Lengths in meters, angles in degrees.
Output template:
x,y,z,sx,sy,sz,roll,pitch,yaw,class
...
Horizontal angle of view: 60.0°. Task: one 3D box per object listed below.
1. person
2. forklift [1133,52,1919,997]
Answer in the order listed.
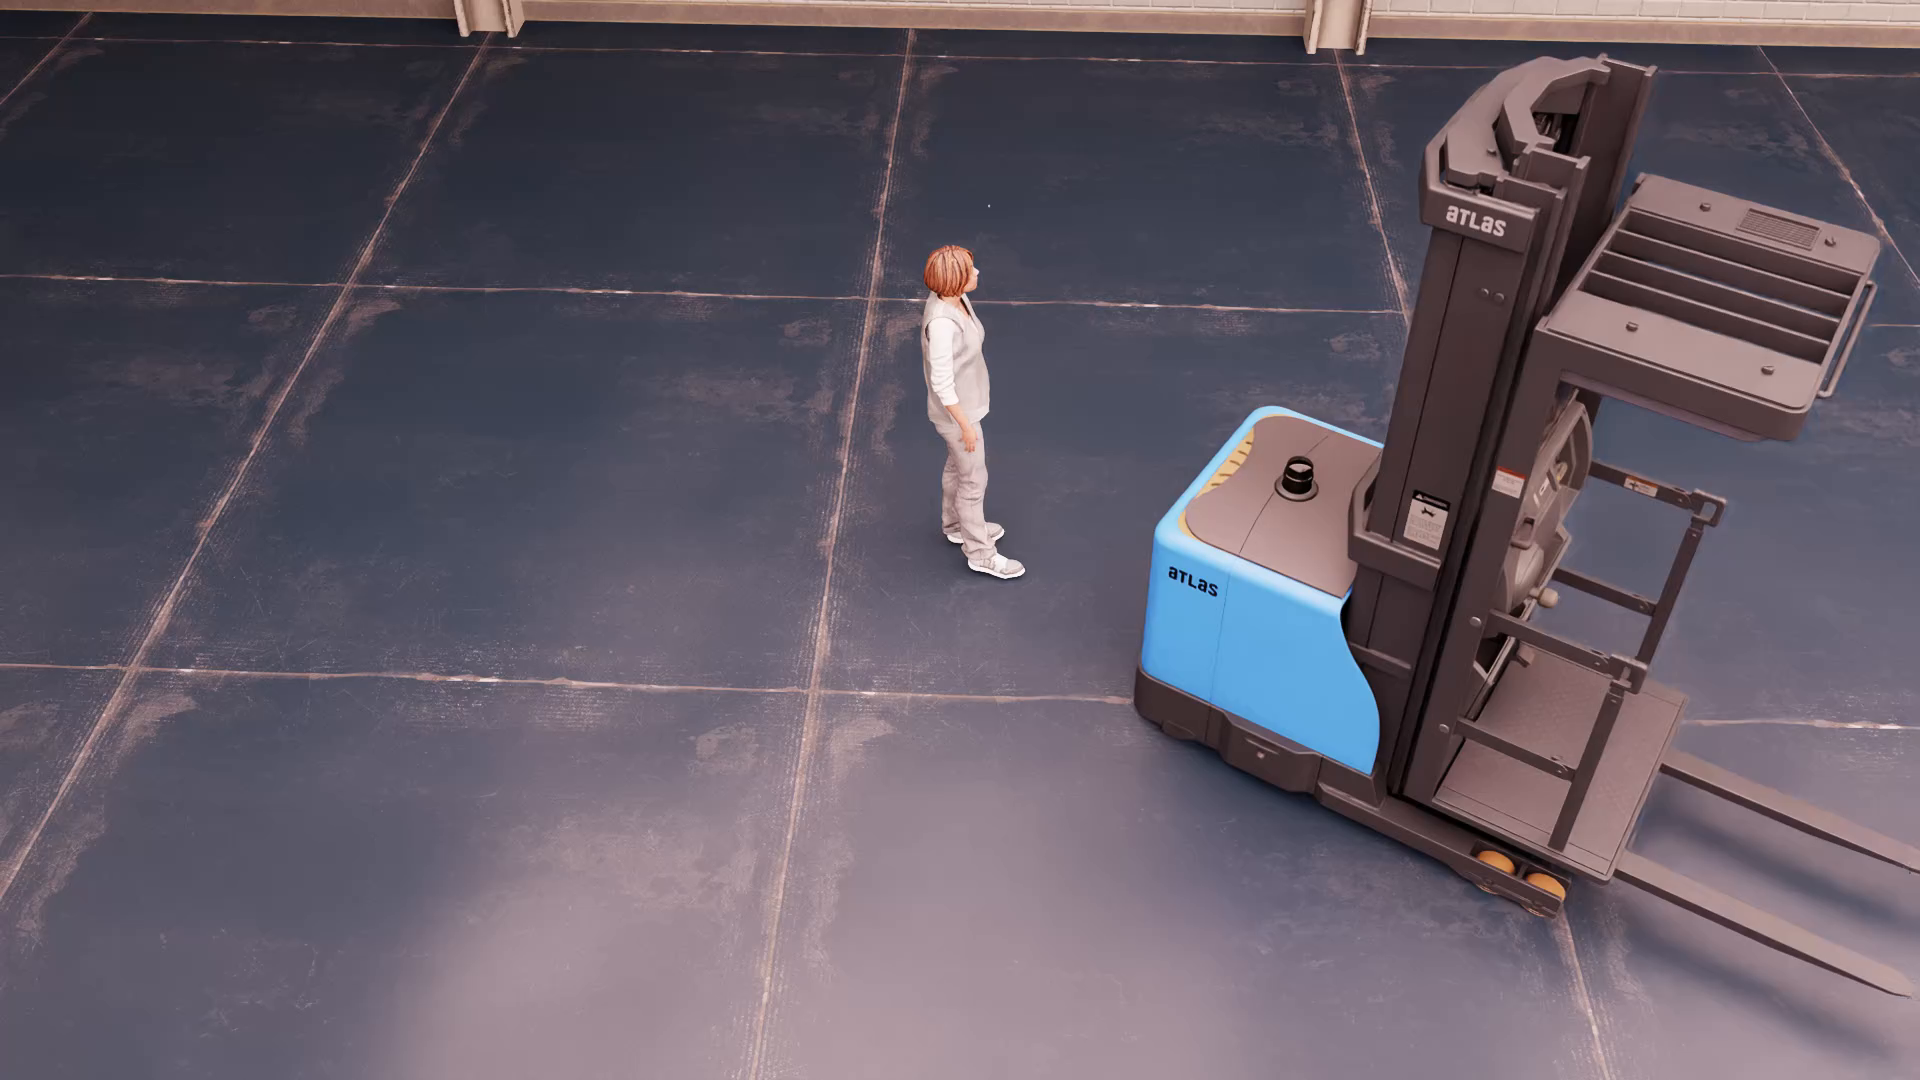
x,y,z,sx,sy,sz,roll,pitch,yaw,class
0.073,-0.584,7.360,0.475,1.596,0.521,2,42,2,person
2.250,-0.061,5.809,3.031,2.935,1.130,24,47,24,forklift
